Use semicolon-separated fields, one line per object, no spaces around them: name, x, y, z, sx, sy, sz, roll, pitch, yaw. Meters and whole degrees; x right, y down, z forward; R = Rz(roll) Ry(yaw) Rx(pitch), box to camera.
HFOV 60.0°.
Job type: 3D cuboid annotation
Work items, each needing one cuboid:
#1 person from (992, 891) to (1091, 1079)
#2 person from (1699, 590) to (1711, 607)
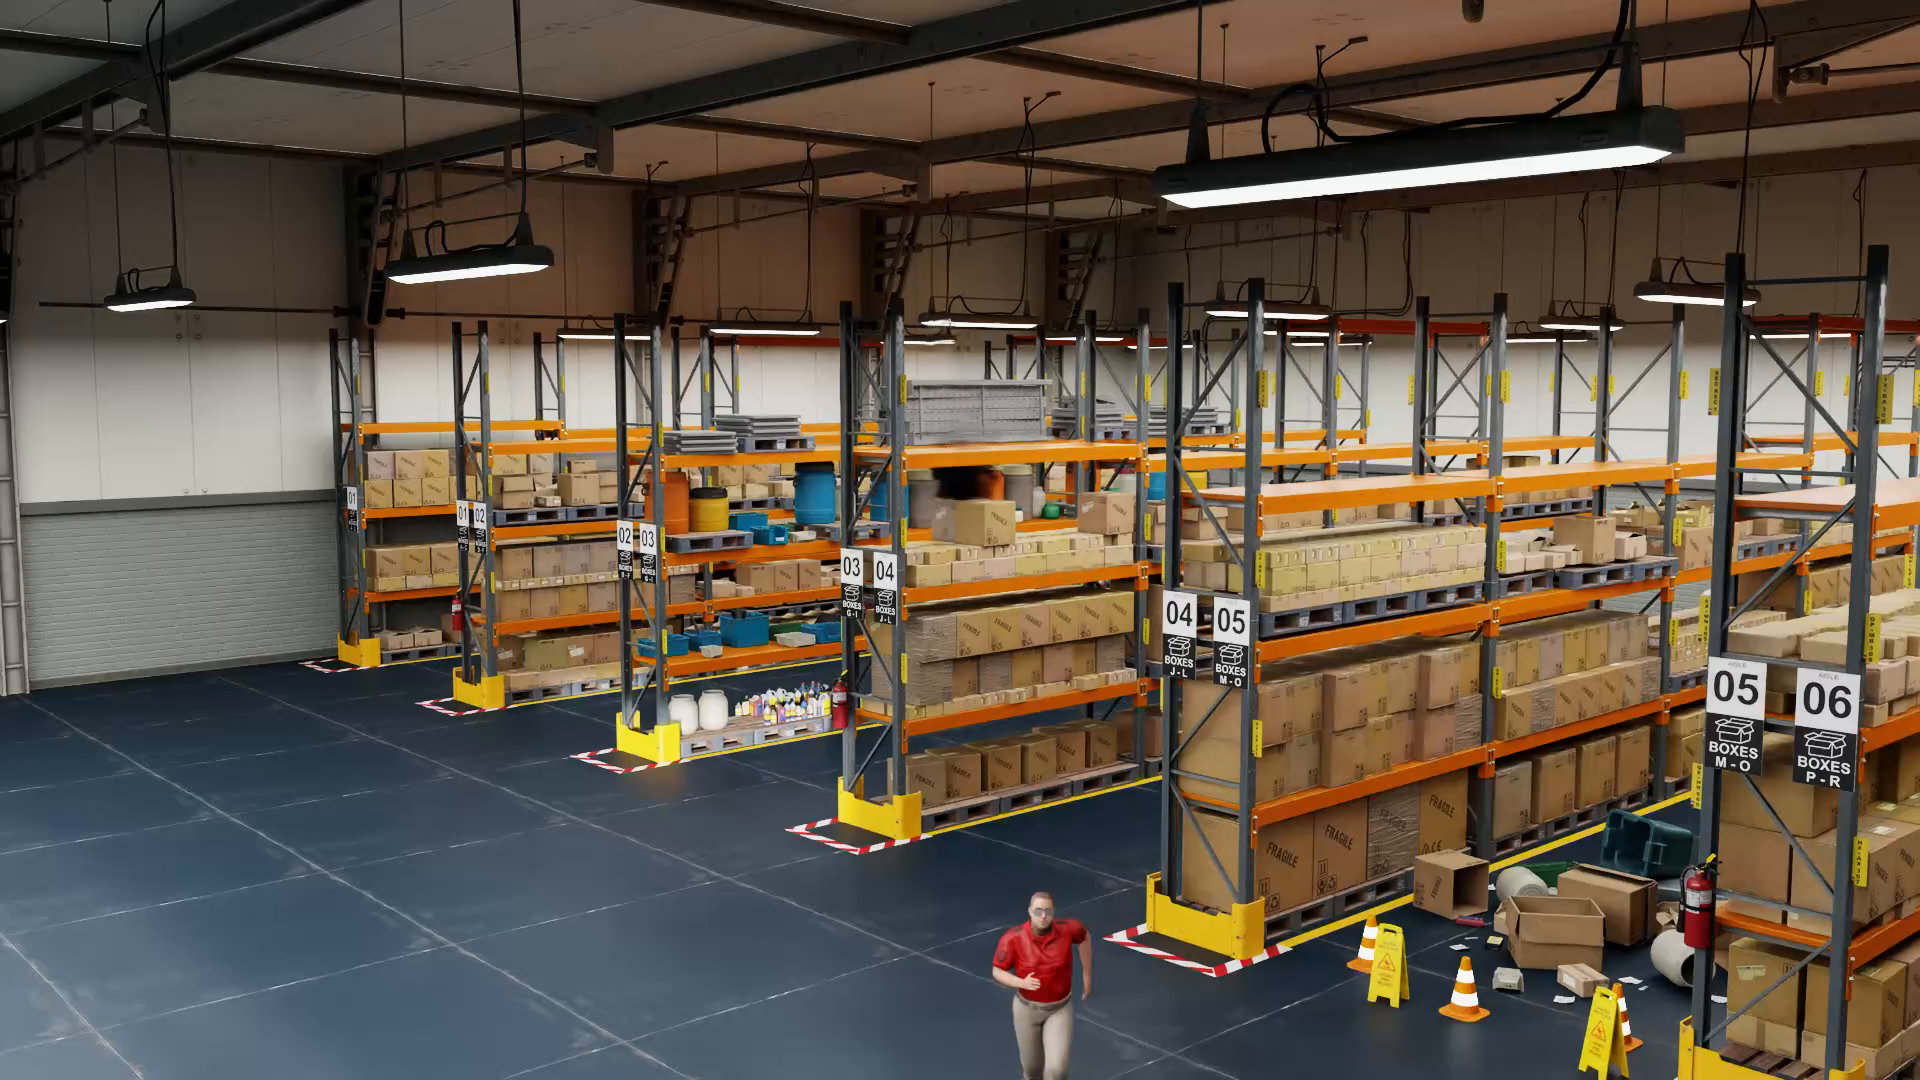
person;0.559;3.217;11.262;0.687;1.781;0.878;0;6;-1
person;11.780;1.685;26.176;0.859;1.826;0.681;-4;7;-35
